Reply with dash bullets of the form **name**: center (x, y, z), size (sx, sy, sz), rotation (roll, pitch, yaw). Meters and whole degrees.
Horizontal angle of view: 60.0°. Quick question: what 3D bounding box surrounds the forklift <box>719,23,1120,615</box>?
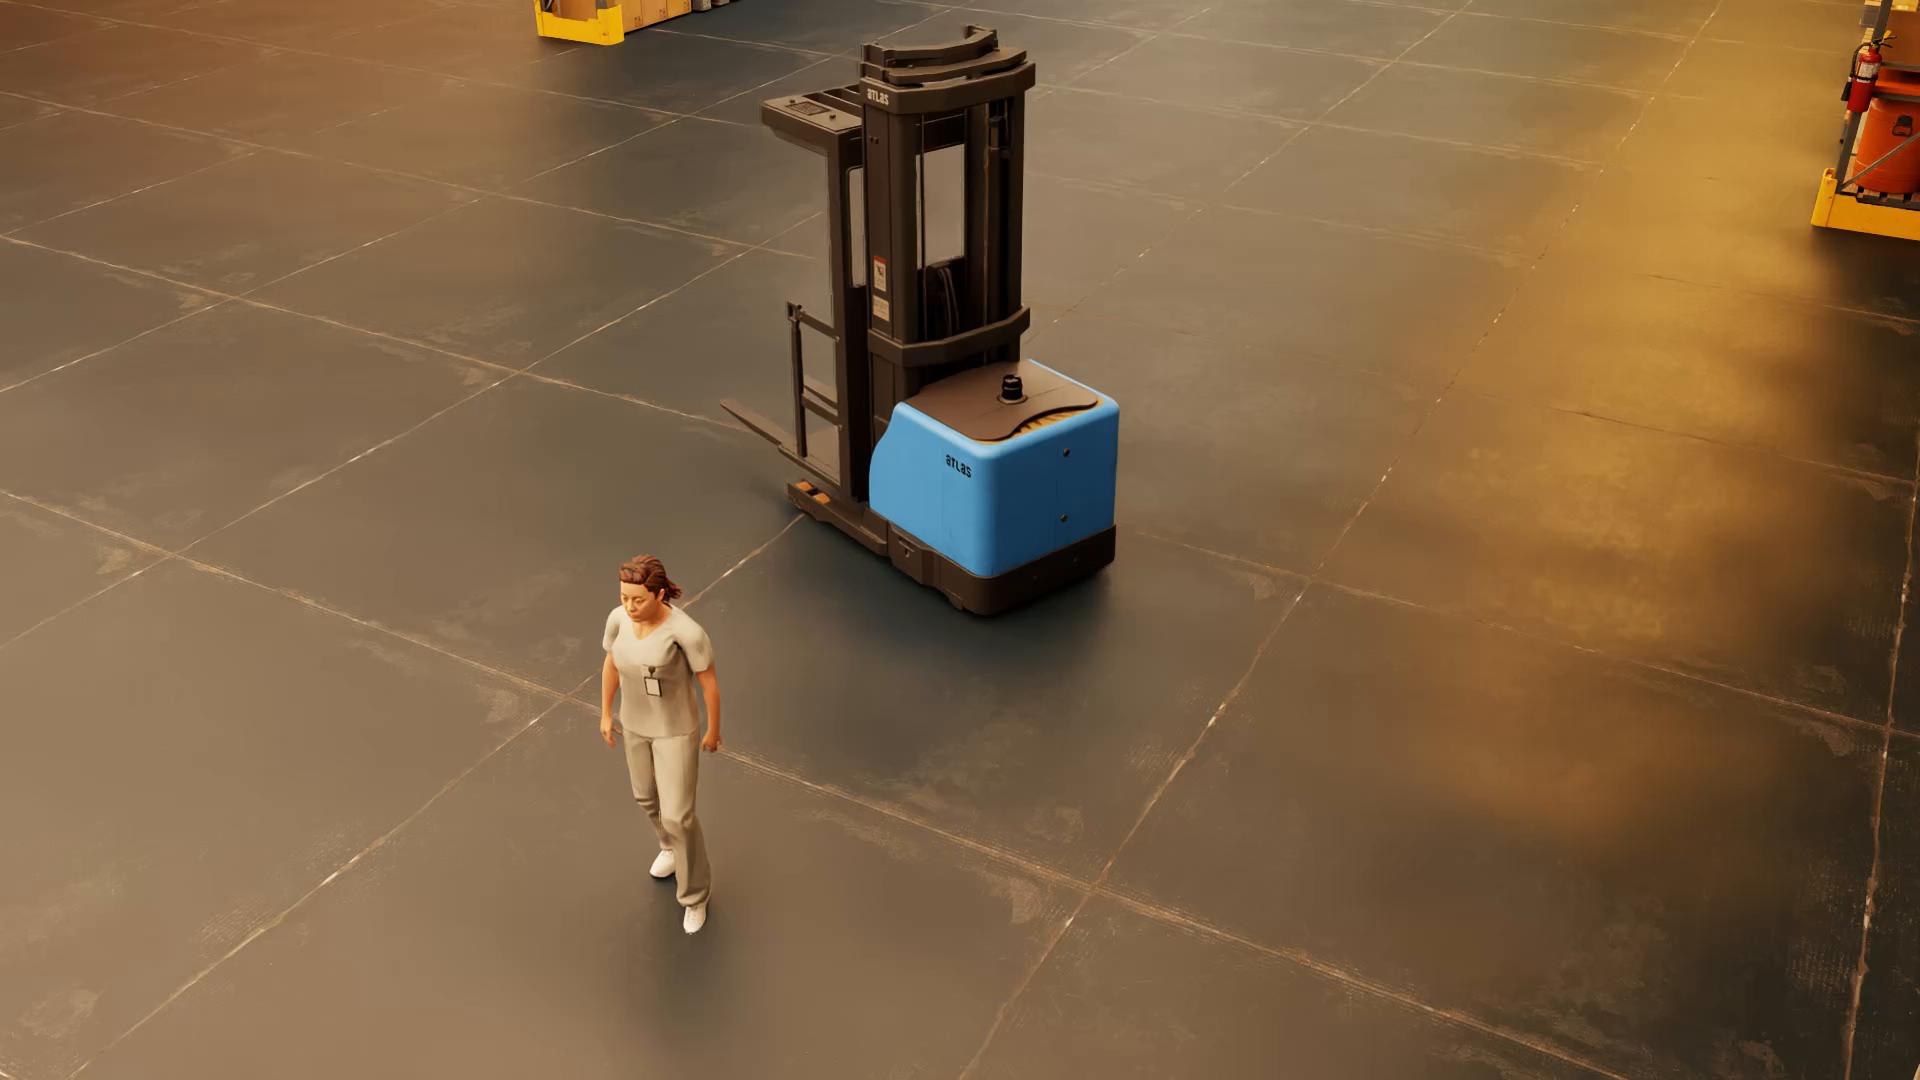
- **forklift**: center (-0.414, -1.527, 9.716), size (1.130, 2.935, 3.031), rotation (-22, 37, -33)

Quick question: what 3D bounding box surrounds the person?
- **person**: center (-1.265, 0.823, 6.978), size (0.550, 1.704, 0.554), rotation (13, 33, 22)
